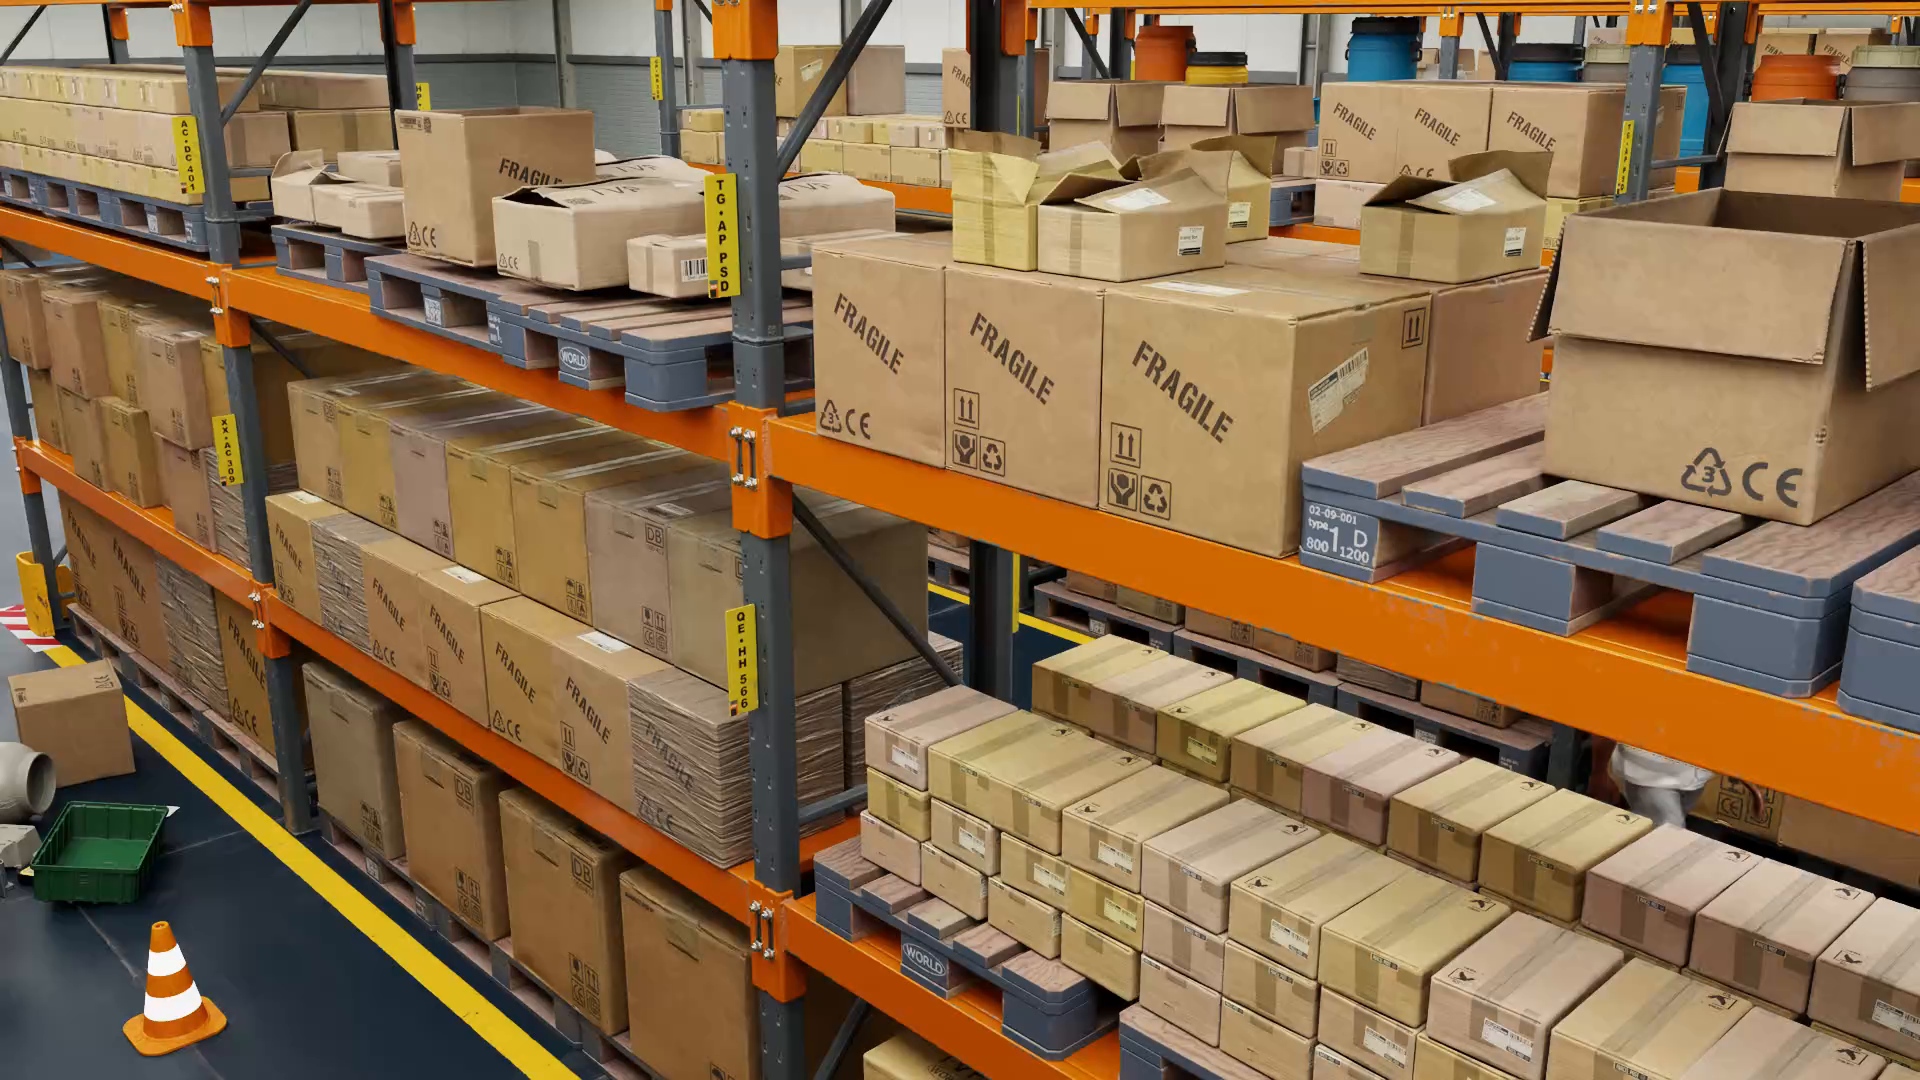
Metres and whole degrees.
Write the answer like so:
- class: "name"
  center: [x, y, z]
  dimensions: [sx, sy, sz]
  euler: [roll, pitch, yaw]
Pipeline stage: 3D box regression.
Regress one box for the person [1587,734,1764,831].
- class: "person"
  center: [2.947, 0.986, 6.775]
  dimensions: [0.568, 1.750, 0.922]
  euler: [-9, 19, -27]
